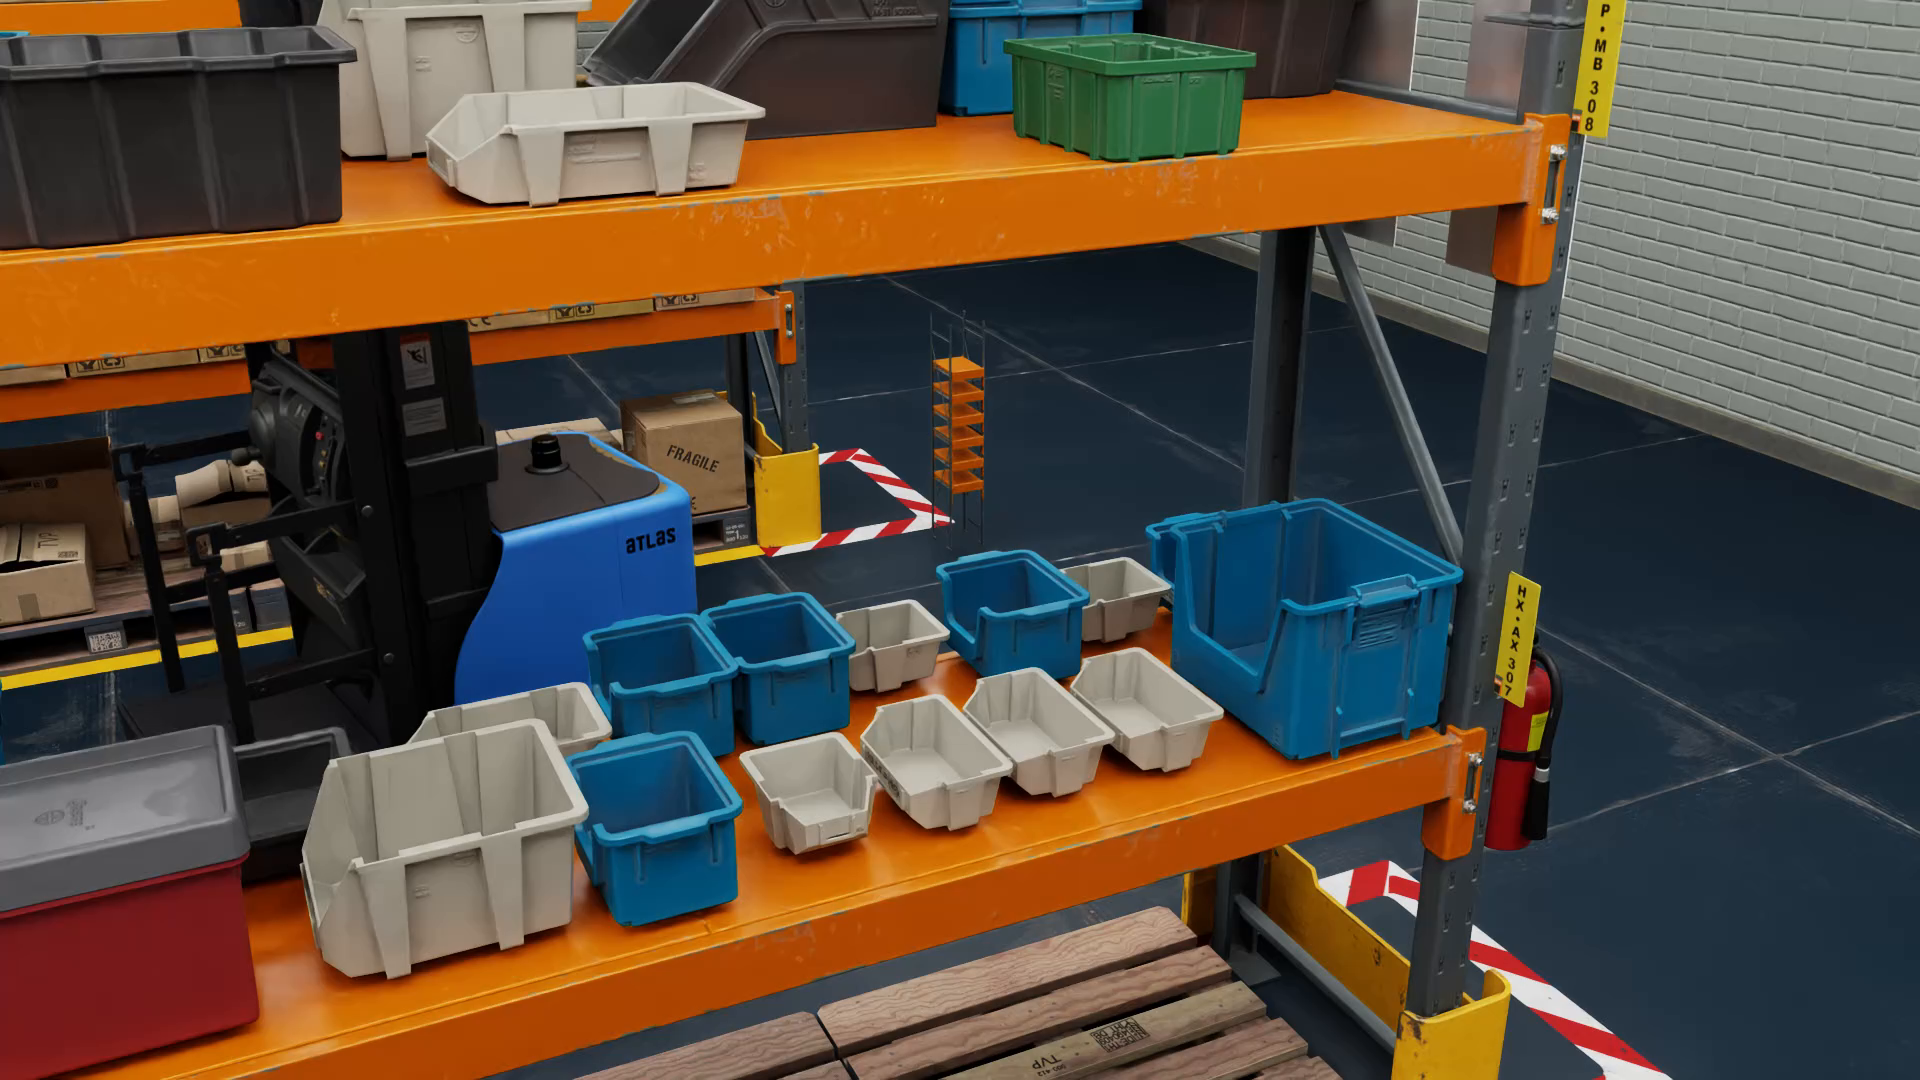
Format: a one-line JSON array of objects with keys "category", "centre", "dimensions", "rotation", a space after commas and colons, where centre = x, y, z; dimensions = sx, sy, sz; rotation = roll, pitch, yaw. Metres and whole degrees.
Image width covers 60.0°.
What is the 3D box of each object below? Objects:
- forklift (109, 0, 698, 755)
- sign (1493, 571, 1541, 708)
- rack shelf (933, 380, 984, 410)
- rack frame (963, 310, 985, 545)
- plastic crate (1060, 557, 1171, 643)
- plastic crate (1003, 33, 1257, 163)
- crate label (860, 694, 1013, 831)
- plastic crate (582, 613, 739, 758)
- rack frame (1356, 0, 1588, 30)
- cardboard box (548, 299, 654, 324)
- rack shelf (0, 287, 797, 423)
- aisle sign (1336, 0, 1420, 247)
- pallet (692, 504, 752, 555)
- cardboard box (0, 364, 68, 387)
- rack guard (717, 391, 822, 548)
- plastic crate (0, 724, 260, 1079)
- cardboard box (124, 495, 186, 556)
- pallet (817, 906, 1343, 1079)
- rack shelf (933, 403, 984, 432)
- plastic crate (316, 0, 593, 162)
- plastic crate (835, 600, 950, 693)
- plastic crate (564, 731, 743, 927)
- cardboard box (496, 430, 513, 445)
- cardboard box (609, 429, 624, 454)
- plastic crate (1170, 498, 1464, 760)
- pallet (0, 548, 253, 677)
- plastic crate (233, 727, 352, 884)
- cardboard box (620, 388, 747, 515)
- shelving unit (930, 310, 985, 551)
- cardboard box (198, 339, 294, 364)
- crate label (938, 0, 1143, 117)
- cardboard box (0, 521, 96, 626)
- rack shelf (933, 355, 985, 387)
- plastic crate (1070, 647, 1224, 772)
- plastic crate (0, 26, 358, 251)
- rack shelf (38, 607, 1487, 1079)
[{"category": "forklift", "centre": [-2.504, -0.355, 5.776], "dimensions": [3.031, 2.935, 1.130], "rotation": [-17, 28, -35]}, {"category": "sign", "centre": [1.349, 0.242, 4.029], "dimensions": [0.005, 0.325, 0.100], "rotation": [-10, 25, -24]}, {"category": "rack shelf", "centre": [-0.013, -0.733, 8.440], "dimensions": [0.180, 0.103, 0.258], "rotation": [-10, 25, -24]}, {"category": "rack frame", "centre": [0.069, -0.567, 8.551], "dimensions": [0.006, 1.200, 0.240], "rotation": [-10, 25, -24]}, {"category": "plastic crate", "centre": [0.405, 0.177, 4.667], "dimensions": [0.298, 0.136, 0.250], "rotation": [-10, 25, -24]}, {"category": "plastic crate", "centre": [0.331, -0.895, 3.346], "dimensions": [0.336, 0.188, 0.450], "rotation": [-10, 25, -24]}, {"category": "crate label", "centre": [-0.069, 0.520, 3.837], "dimensions": [0.243, 0.136, 0.396], "rotation": [-10, 25, -24]}, {"category": "plastic crate", "centre": [-0.727, 0.376, 4.060], "dimensions": [0.300, 0.233, 0.416], "rotation": [-10, 25, -24]}, {"category": "rack frame", "centre": [1.095, -2.641, 3.365], "dimensions": [0.127, 3.000, 1.000], "rotation": [-10, 25, -24]}, {"category": "cardboard box", "centre": [-1.801, -1.368, 8.001], "dimensions": [0.500, 0.500, 0.500], "rotation": [-10, 25, -23]}, {"category": "rack shelf", "centre": [-2.852, -0.913, 7.974], "dimensions": [4.000, 0.370, 1.077], "rotation": [-10, 25, -24]}, {"category": "aisle sign", "centre": [1.031, -1.185, 4.291], "dimensions": [0.004, 0.787, 0.394], "rotation": [-10, 25, -24]}, {"category": "pallet", "centre": [-1.836, -0.143, 8.820], "dimensions": [1.213, 0.211, 1.003], "rotation": [-10, 25, -24]}, {"category": "cardboard box", "centre": [-4.076, -0.950, 6.993], "dimensions": [0.500, 0.500, 0.500], "rotation": [-10, 24, -22]}, {"category": "rack guard", "centre": [-1.118, -0.409, 9.085], "dimensions": [0.348, 0.500, 1.175], "rotation": [-10, 25, -24]}, {"category": "plastic crate", "centre": [-1.596, 0.675, 3.034], "dimensions": [0.583, 0.464, 0.402], "rotation": [-10, 25, -24]}, {"category": "cardboard box", "centre": [-3.951, -0.075, 8.160], "dimensions": [0.250, 0.149, 0.380], "rotation": [-10, 25, -24]}, {"category": "pallet", "centre": [0.335, 1.543, 4.747], "dimensions": [1.213, 0.211, 1.003], "rotation": [-10, 25, -24]}, {"category": "rack shelf", "centre": [-0.013, -0.622, 8.486], "dimensions": [0.180, 0.103, 0.258], "rotation": [-10, 25, -24]}, {"category": "plastic crate", "centre": [-1.035, -0.939, 3.330], "dimensions": [0.530, 0.282, 0.437], "rotation": [-10, 25, -24]}, {"category": "plastic crate", "centre": [-0.206, 0.290, 4.395], "dimensions": [0.298, 0.136, 0.250], "rotation": [-10, 25, -24]}, {"category": "plastic crate", "centre": [-0.644, 0.609, 3.496], "dimensions": [0.300, 0.233, 0.416], "rotation": [-10, 25, -24]}, {"category": "cardboard box", "centre": [-2.564, -0.351, 8.697], "dimensions": [0.500, 0.250, 0.500], "rotation": [-10, 25, -24]}, {"category": "cardboard box", "centre": [-1.801, -0.479, 9.113], "dimensions": [0.250, 0.166, 0.380], "rotation": [-10, 25, -24]}, {"category": "plastic crate", "centre": [0.875, 0.207, 4.204], "dimensions": [0.499, 0.435, 0.616], "rotation": [-10, 25, -24]}, {"category": "pallet", "centre": [-4.034, 0.262, 7.842], "dimensions": [1.213, 0.211, 1.003], "rotation": [-10, 25, -24]}, {"category": "plastic crate", "centre": [-1.617, 0.615, 3.623], "dimensions": [0.590, 0.125, 0.437], "rotation": [-10, 25, -24]}, {"category": "cardboard box", "centre": [-1.433, -0.450, 8.608], "dimensions": [0.500, 0.500, 0.500], "rotation": [-10, 25, -24]}, {"category": "shelving unit", "centre": [-0.013, -0.552, 8.515], "dimensions": [0.189, 1.200, 0.258], "rotation": [-10, 25, -24]}, {"category": "cardboard box", "centre": [-3.165, -1.118, 7.399], "dimensions": [0.500, 0.500, 0.500], "rotation": [-11, 25, -24]}, {"category": "crate label", "centre": [0.124, -1.145, 3.866], "dimensions": [0.502, 0.251, 0.408], "rotation": [-10, 25, -24]}, {"category": "cardboard box", "centre": [-4.182, 0.131, 7.453], "dimensions": [0.500, 0.311, 0.500], "rotation": [-10, 25, -24]}, {"category": "rack shelf", "centre": [-0.013, -0.844, 8.394], "dimensions": [0.180, 0.103, 0.258], "rotation": [-10, 25, -24]}, {"category": "plastic crate", "centre": [0.439, 0.423, 4.074], "dimensions": [0.243, 0.136, 0.396], "rotation": [-10, 25, -24]}, {"category": "plastic crate", "centre": [-1.271, -0.643, 2.630], "dimensions": [0.590, 0.269, 0.497], "rotation": [-10, 25, -24]}, {"category": "rack shelf", "centre": [-0.707, 0.795, 3.848], "dimensions": [4.000, 0.370, 1.077], "rotation": [-10, 25, -24]}]
